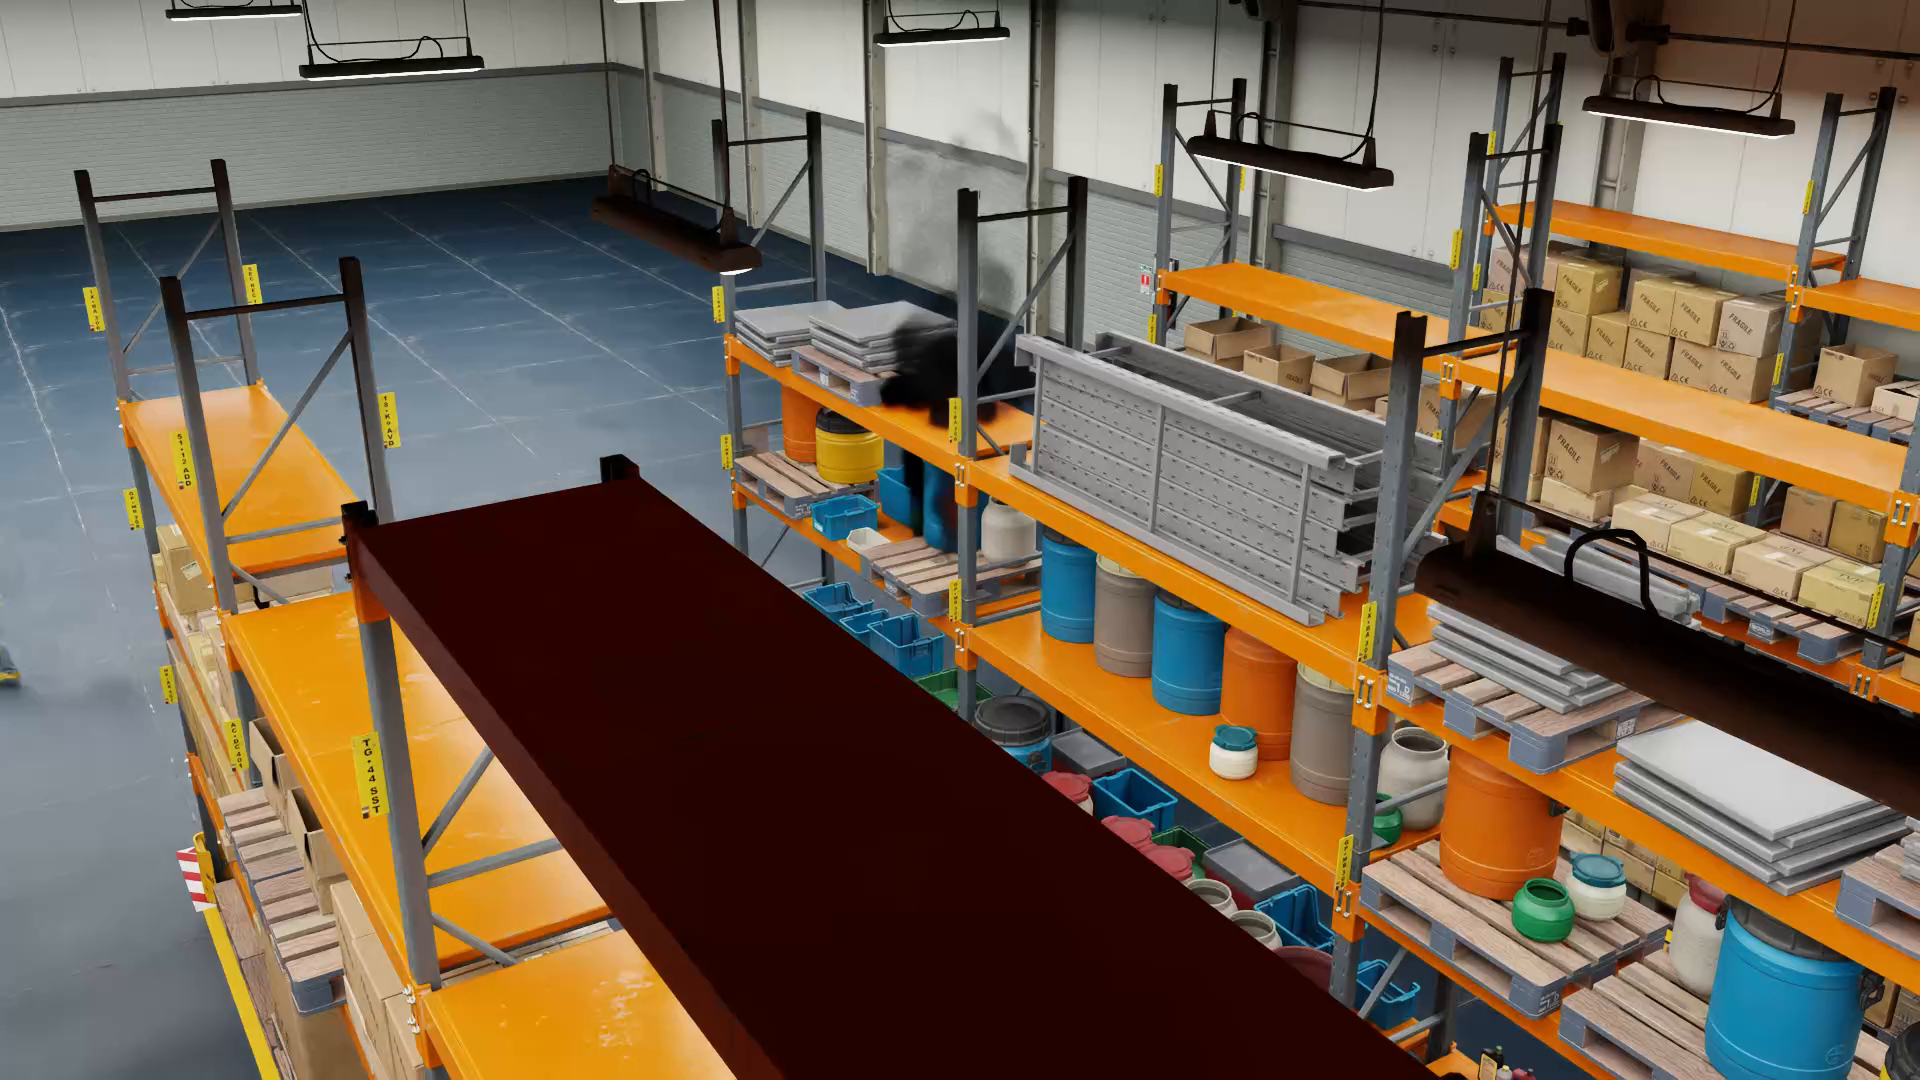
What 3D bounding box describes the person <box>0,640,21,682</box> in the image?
[{"bbox_3d":[-10.320,0.697,17.286,0.796,1.736,0.735,1,22,2],"label":"person"}]
